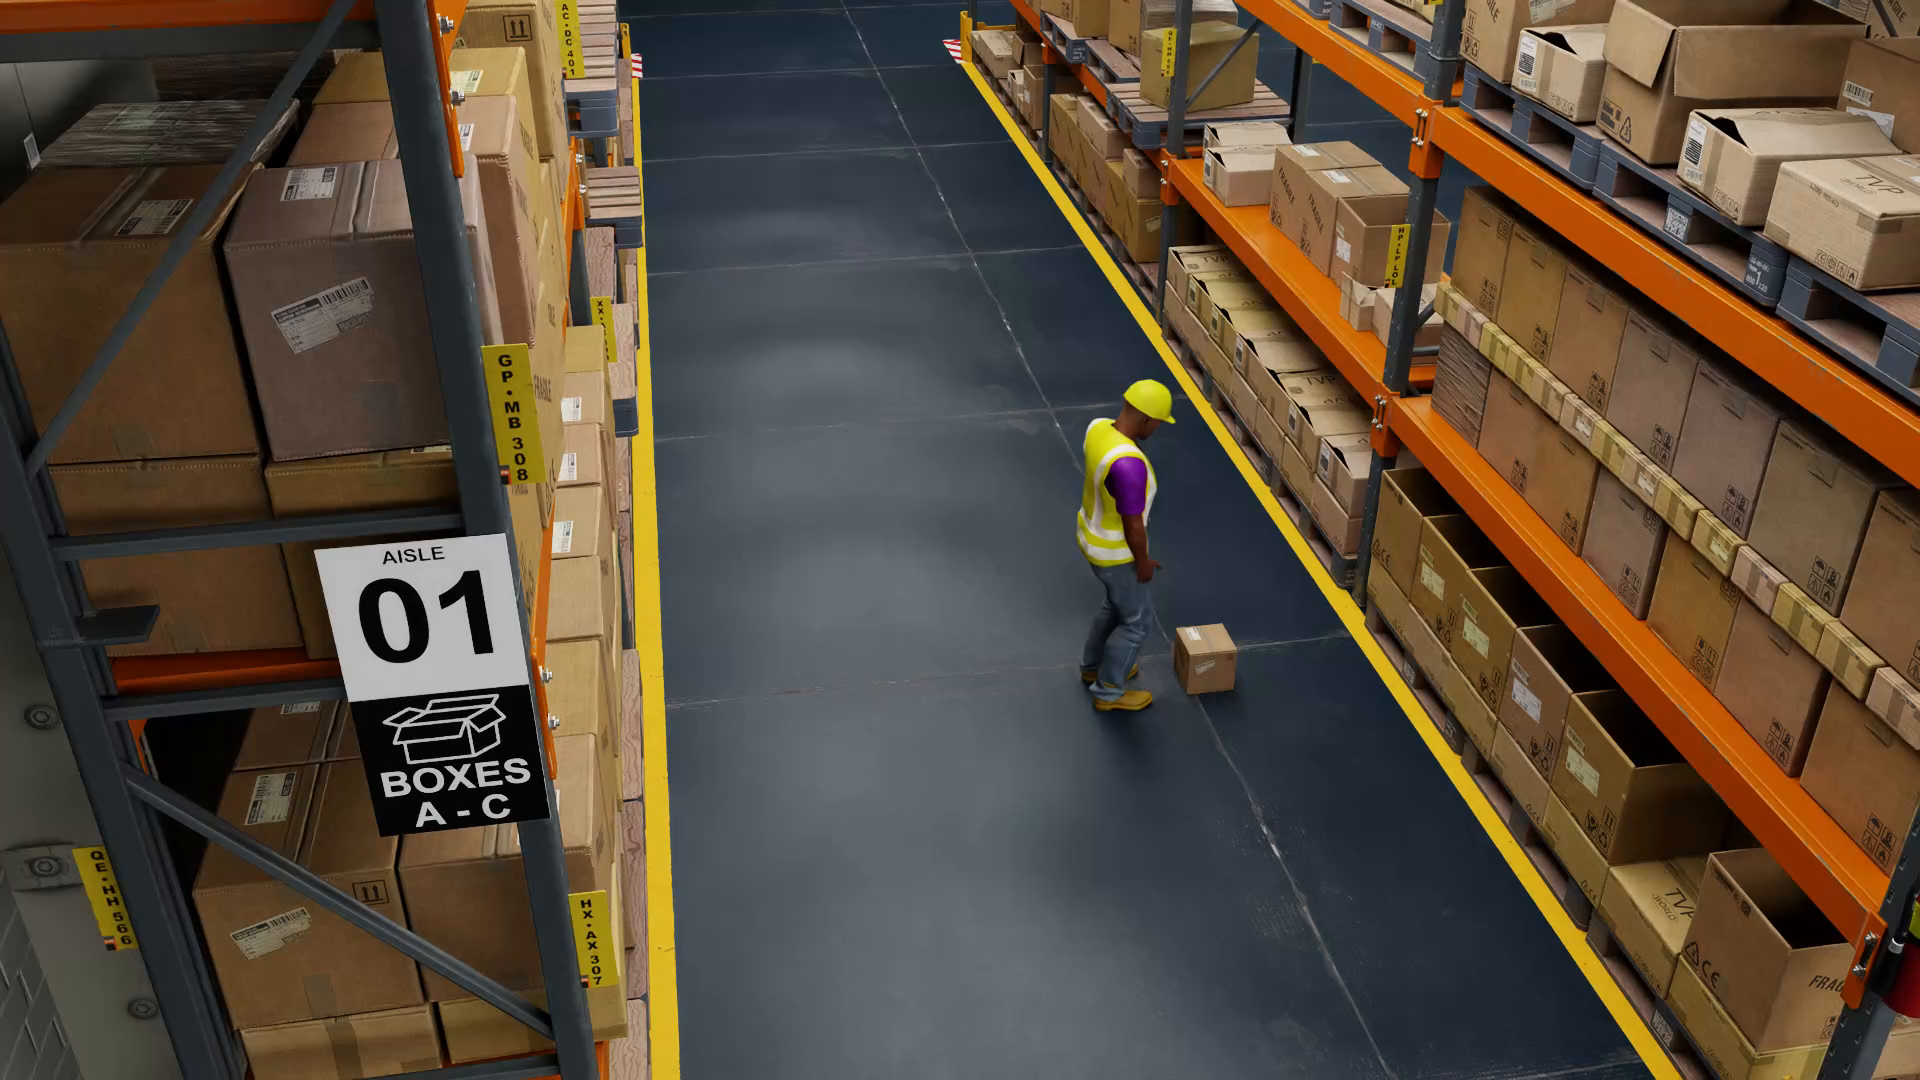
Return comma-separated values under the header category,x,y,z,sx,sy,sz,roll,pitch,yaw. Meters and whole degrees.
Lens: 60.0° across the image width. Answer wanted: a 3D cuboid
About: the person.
category,x,y,z,sx,sy,sz,roll,pitch,yaw
person,0.797,0.013,8.133,0.438,1.725,0.588,-5,31,-8
